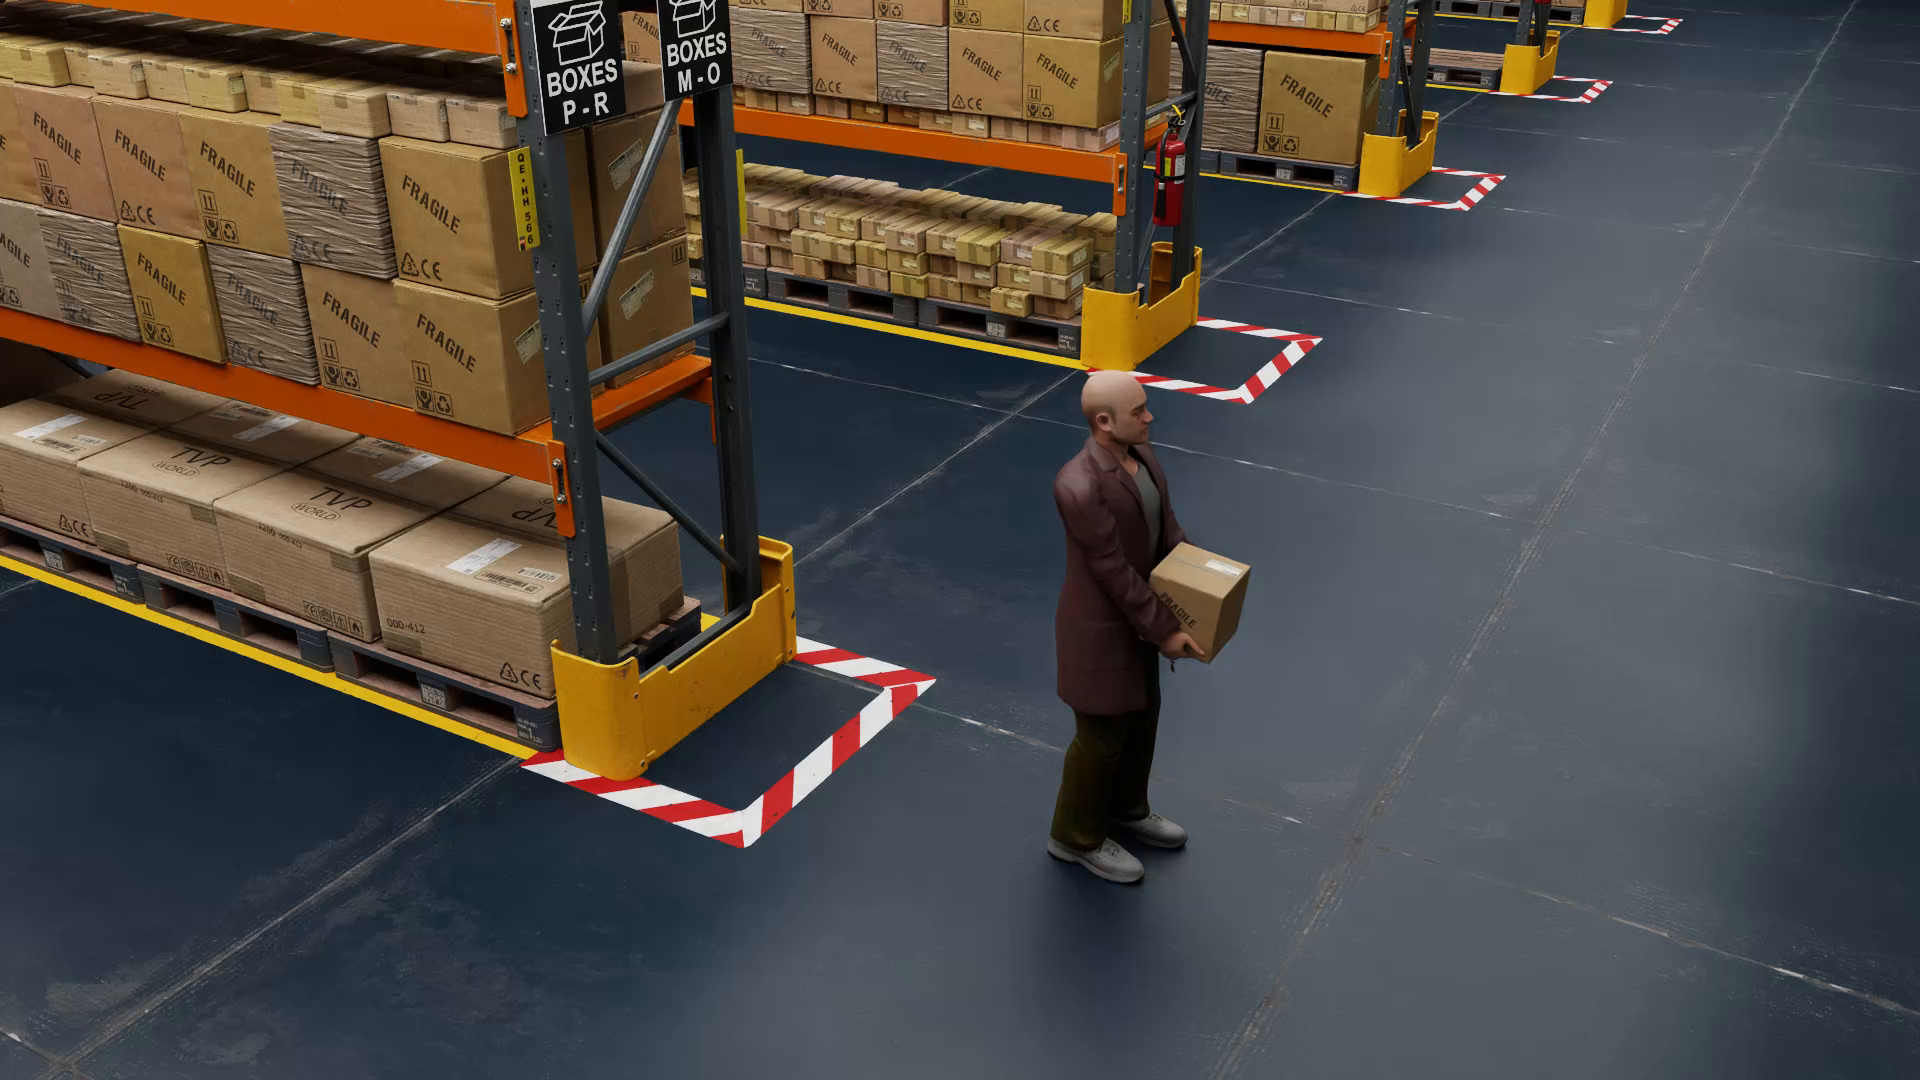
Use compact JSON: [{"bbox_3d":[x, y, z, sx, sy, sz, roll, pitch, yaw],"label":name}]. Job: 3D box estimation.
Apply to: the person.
[{"bbox_3d":[0.601,0.305,5.514,0.545,1.779,0.524,14,29,26],"label":"person"}]
